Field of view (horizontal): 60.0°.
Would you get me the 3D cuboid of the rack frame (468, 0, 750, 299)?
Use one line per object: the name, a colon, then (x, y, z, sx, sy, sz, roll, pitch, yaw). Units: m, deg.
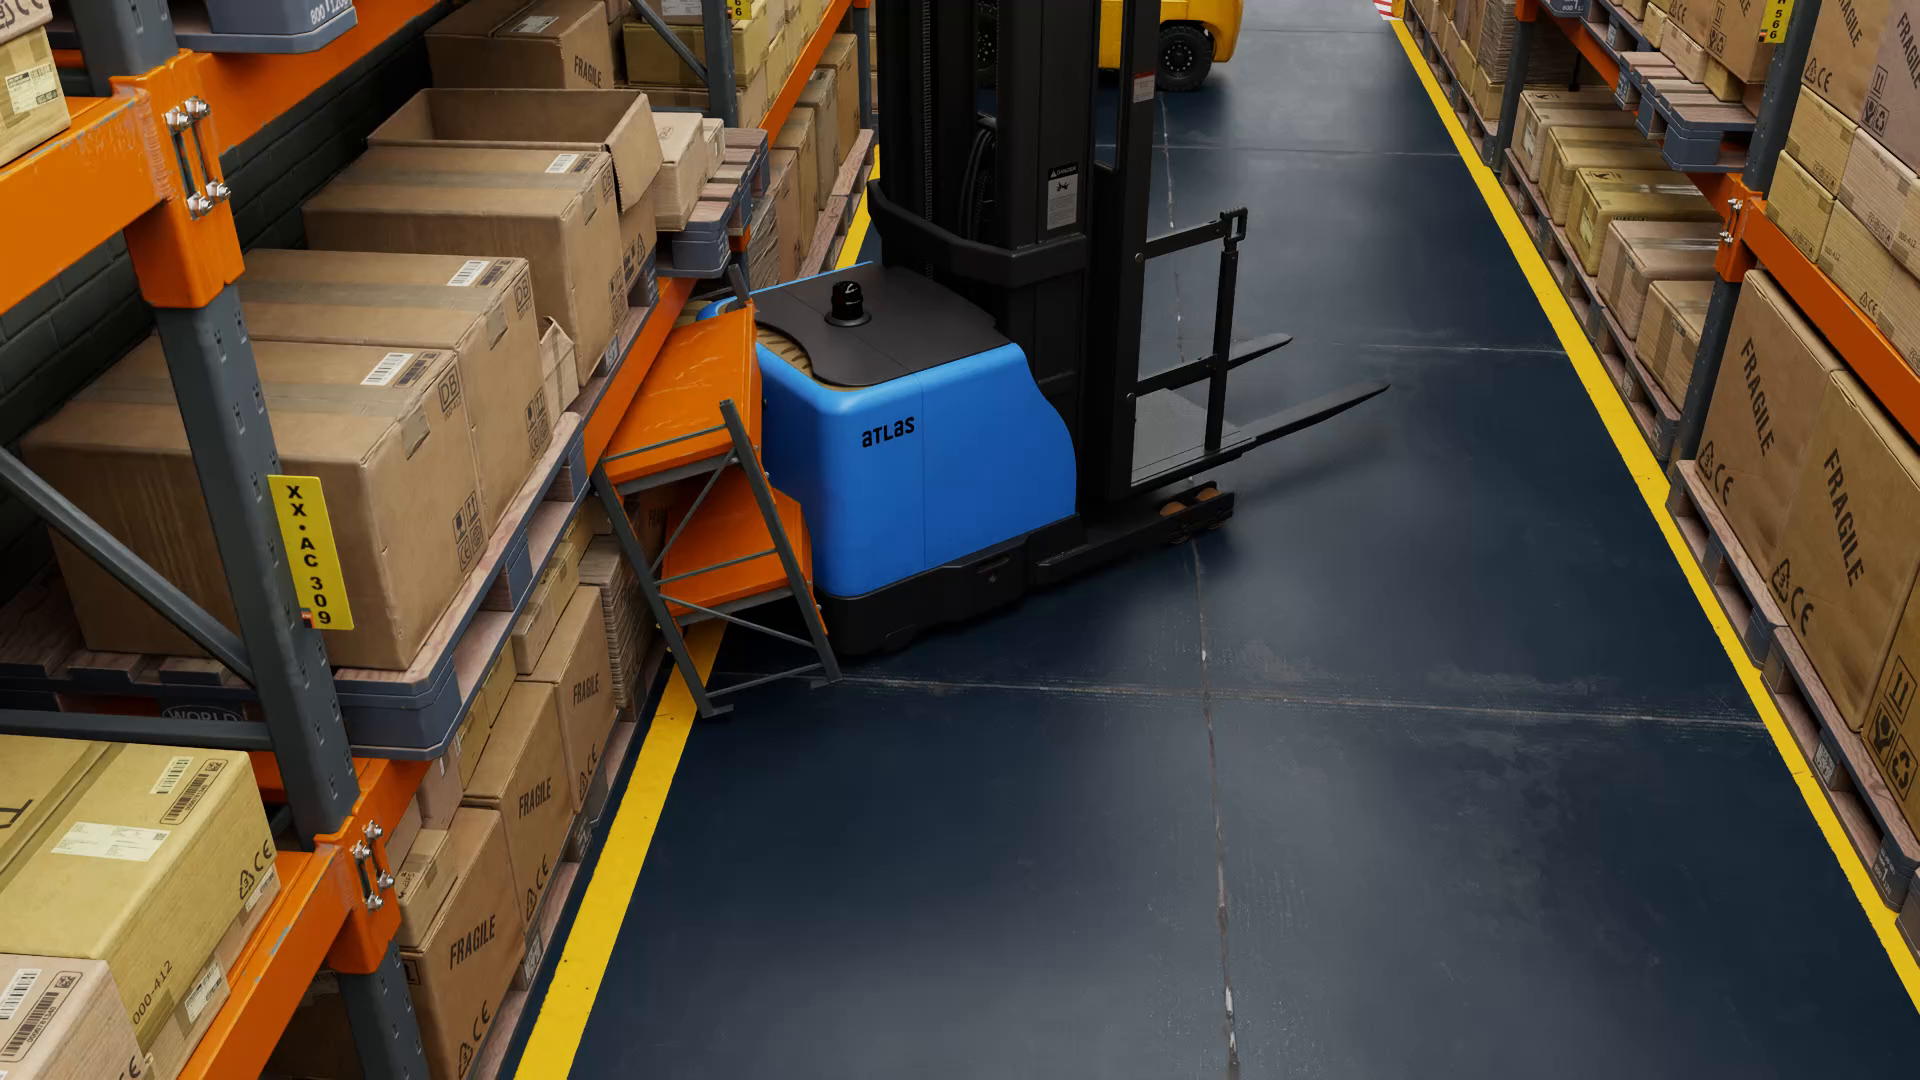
rack frame: (-1.397, -1.716, 6.675, 1.000, 3.000, 0.127, 2, 32, 4)

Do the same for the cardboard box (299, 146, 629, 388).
cardboard box: (-1.355, -0.770, 4.645, 0.700, 0.500, 0.500, 2, 32, 4)

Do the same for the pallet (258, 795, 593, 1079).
pallet: (-1.694, 1.136, 4.705, 1.003, 0.211, 1.213, 2, 32, 4)

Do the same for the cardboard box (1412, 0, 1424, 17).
cardboard box: (3.860, -4.287, 13.068, 0.500, 0.250, 0.500, 2, 32, 4)

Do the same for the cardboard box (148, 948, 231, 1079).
cardboard box: (-1.497, 0.797, 2.836, 0.380, 0.149, 0.250, 3, 32, 5)

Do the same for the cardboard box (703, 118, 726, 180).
cardboard box: (-1.068, -1.428, 6.047, 0.380, 0.149, 0.250, 3, 32, 5)

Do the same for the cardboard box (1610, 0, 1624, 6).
cardboard box: (3.382, -2.713, 8.133, 0.380, 0.149, 0.250, 4, 32, 6)

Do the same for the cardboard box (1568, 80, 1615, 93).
cardboard box: (4.193, -2.902, 10.821, 0.500, 0.250, 0.500, 1, 32, 2)

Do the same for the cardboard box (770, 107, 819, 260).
cardboard box: (-1.233, -1.903, 8.842, 0.875, 0.625, 0.625, 1, 32, 2)

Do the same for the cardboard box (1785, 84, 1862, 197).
cardboard box: (3.263, -1.400, 5.830, 0.500, 0.250, 0.500, 2, 32, 4)

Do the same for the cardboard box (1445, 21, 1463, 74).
cardboard box: (3.736, -3.471, 11.743, 0.500, 0.250, 0.500, 3, 32, 5)

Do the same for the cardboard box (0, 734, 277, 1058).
cardboard box: (-1.521, 0.590, 2.793, 0.500, 0.250, 0.500, 3, 32, 5)

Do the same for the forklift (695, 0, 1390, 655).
forklift: (0.508, -1.438, 6.290, 3.031, 2.935, 1.130, -21, 37, -30)

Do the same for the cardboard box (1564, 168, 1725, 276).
cardboard box: (3.726, -1.643, 8.662, 0.950, 0.372, 0.625, 3, 32, 6)

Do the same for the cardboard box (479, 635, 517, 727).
cardboard box: (-1.465, 0.382, 4.635, 0.380, 0.149, 0.250, 2, 32, 3)

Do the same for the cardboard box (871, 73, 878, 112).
cardboard box: (-0.702, -3.054, 11.068, 0.500, 0.250, 0.500, 3, 32, 4)

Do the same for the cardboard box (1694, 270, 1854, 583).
cardboard box: (3.411, -0.422, 6.201, 0.875, 0.875, 0.875, 2, 32, 4)

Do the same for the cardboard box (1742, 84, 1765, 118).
cardboard box: (3.342, -1.759, 6.584, 0.380, 0.149, 0.250, 4, 32, 6)

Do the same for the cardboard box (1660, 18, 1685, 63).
cardboard box: (3.296, -2.167, 7.247, 0.380, 0.149, 0.250, 1, 32, 2)

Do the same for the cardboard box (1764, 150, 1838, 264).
cardboard box: (3.260, -1.197, 5.976, 0.500, 0.250, 0.500, 2, 32, 3)

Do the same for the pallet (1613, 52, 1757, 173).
pallet: (3.502, -1.801, 6.997, 1.213, 0.211, 1.003, 2, 32, 4)

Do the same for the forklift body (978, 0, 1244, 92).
forklift body: (0.918, -4.468, 11.950, 2.313, 2.155, 1.214, 2, 32, 4)

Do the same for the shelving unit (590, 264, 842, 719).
shelving unit: (-0.836, -0.186, 5.805, 0.538, 1.125, 1.048, -16, 33, 4)

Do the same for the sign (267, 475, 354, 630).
sign: (-1.182, 0.026, 3.023, 0.100, 0.325, 0.005, 2, 32, 4)

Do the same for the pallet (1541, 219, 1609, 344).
pallet: (3.717, -1.363, 8.761, 1.003, 0.211, 1.213, 2, 32, 4)

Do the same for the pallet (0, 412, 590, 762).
pallet: (-1.549, 0.044, 4.002, 1.003, 0.211, 1.213, 2, 32, 4)

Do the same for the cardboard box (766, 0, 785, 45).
cardboard box: (-1.076, -2.348, 7.368, 0.500, 0.250, 0.500, 3, 32, 6)

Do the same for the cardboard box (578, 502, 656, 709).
cardboard box: (-1.332, 0.207, 5.537, 0.500, 0.500, 0.500, 1, 32, 2)

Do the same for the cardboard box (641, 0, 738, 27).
cardboard box: (-1.078, -2.189, 6.729, 0.380, 0.149, 0.250, 3, 32, 5)

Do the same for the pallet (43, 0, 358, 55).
pallet: (-1.600, -1.159, 3.092, 1.213, 0.211, 1.003, 2, 32, 4)

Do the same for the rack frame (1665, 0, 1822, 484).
rack frame: (3.550, -1.506, 6.334, 1.000, 3.000, 0.127, 2, 32, 4)

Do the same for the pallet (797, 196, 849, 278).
pallet: (-1.189, -1.594, 9.135, 1.003, 0.211, 1.213, 2, 32, 4)

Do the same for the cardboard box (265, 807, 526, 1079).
cardboard box: (-1.459, 1.018, 4.222, 0.500, 0.500, 0.500, 4, 32, 6)

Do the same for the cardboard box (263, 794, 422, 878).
cardboard box: (-1.489, 0.680, 3.869, 0.380, 0.149, 0.250, 2, 32, 3)

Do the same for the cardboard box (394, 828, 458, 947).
cardboard box: (-1.429, 0.809, 3.942, 0.380, 0.149, 0.250, 4, 32, 6)

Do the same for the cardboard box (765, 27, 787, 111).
cardboard box: (-1.072, -2.136, 7.500, 0.500, 0.250, 0.500, 2, 32, 3)

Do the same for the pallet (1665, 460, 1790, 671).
pallet: (3.411, 0.090, 6.402, 1.003, 0.211, 1.213, 2, 32, 4)

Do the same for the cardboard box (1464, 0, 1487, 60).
cardboard box: (3.696, -3.512, 11.095, 0.500, 0.500, 0.500, 3, 32, 5)

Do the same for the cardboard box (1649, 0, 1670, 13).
cardboard box: (3.381, -2.638, 7.392, 0.500, 0.500, 0.500, 0, 32, 1)

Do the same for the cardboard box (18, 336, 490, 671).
cardboard box: (-1.461, -0.089, 3.540, 0.700, 0.500, 0.500, 3, 32, 5)

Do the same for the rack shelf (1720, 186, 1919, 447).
rack shelf: (3.387, -0.154, 4.826, 1.077, 0.370, 4.000, 2, 32, 4)

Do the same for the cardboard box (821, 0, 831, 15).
cardboard box: (-0.958, -2.947, 8.816, 0.500, 0.250, 0.500, 3, 32, 4)

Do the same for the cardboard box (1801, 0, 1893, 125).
cardboard box: (3.266, -1.726, 5.644, 0.500, 0.500, 0.500, 1, 32, 2)

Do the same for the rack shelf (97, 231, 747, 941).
rack shelf: (-1.560, -0.364, 5.167, 1.077, 0.370, 4.000, 2, 32, 4)

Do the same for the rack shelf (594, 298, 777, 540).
rack shelf: (-0.911, -0.419, 5.645, 0.538, 0.278, 1.000, -16, 33, 4)

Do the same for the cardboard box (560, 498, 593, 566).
cardboard box: (-1.392, -0.019, 5.286, 0.380, 0.149, 0.250, 3, 32, 4)

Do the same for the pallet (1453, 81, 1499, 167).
pallet: (3.895, -2.763, 11.032, 1.003, 0.211, 1.213, 2, 32, 4)
